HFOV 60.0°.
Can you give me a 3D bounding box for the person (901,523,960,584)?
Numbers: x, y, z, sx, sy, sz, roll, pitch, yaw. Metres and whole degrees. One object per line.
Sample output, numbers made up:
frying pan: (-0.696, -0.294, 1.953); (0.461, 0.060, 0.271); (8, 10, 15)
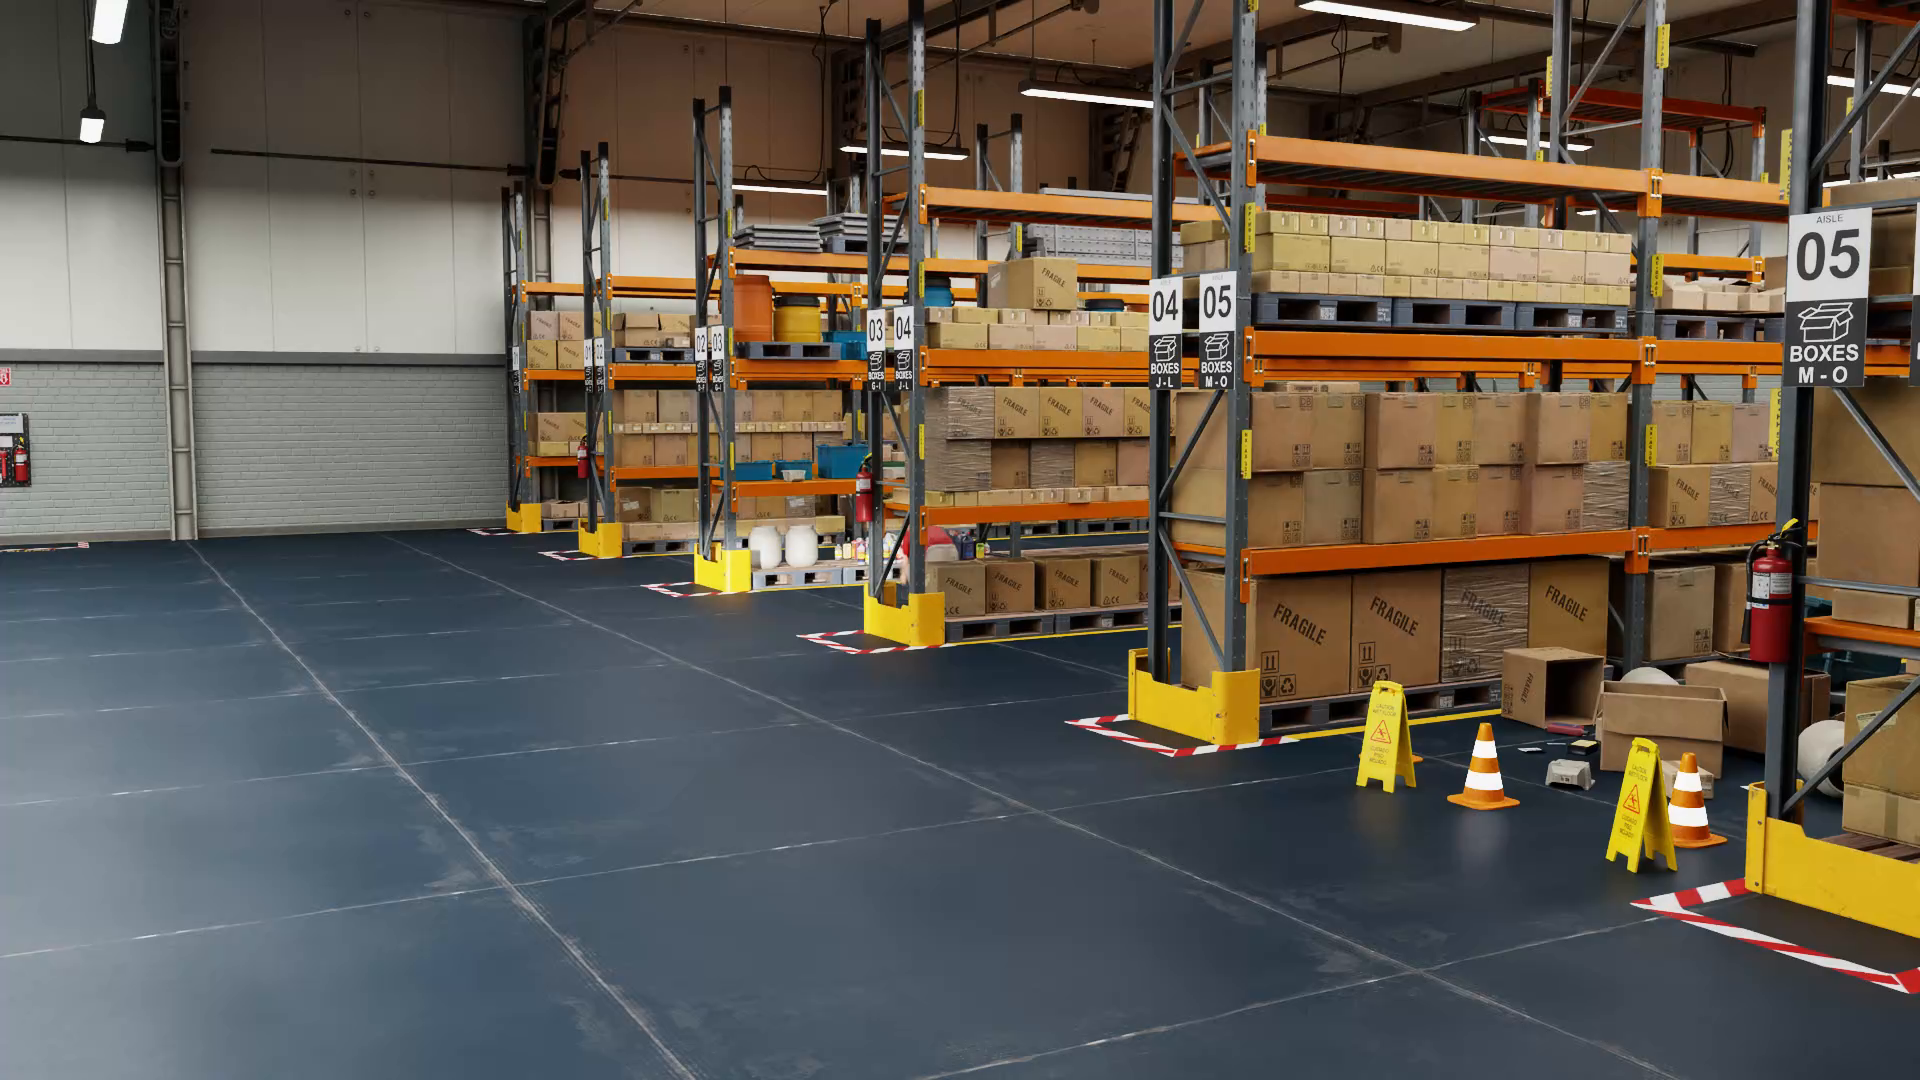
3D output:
person: (-0.367, 0.230, 19.070); (0.522, 0.984, 0.894); (-3, 6, -30)
